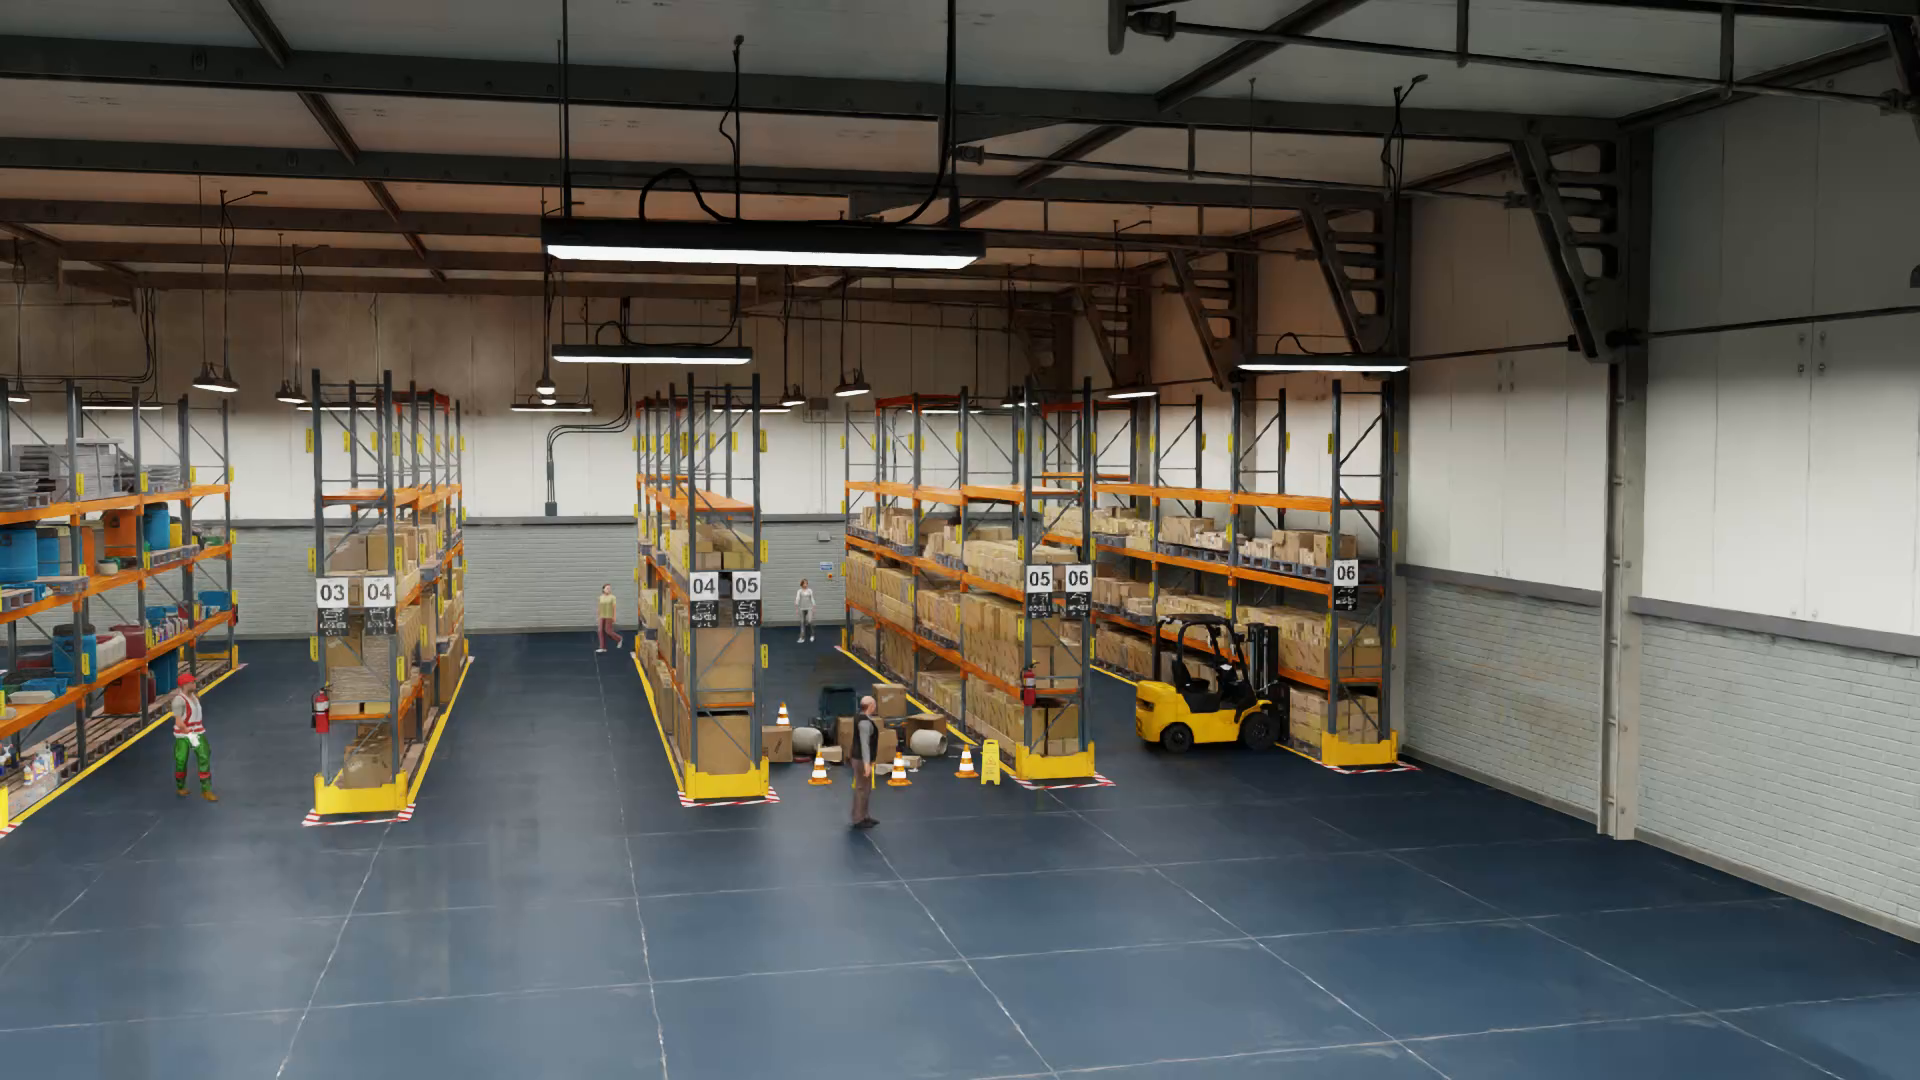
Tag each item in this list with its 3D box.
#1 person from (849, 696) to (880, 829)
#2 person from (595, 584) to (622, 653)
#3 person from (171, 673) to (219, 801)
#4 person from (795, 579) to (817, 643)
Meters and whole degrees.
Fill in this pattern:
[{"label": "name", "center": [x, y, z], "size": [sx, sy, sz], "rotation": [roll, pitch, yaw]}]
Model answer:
[{"label": "person", "center": [-1.235, 2.890, 21.678], "size": [0.404, 1.730, 0.567], "rotation": [0, 3, -7]}, {"label": "person", "center": [-8.459, 1.864, 39.897], "size": [0.458, 1.645, 0.690], "rotation": [2, 4, 34]}, {"label": "person", "center": [-10.792, 2.748, 23.312], "size": [0.484, 1.757, 0.897], "rotation": [-3, 4, -41]}, {"label": "person", "center": [-3.892, 1.791, 41.986], "size": [0.533, 1.607, 0.450], "rotation": [1, 3, 14]}]
